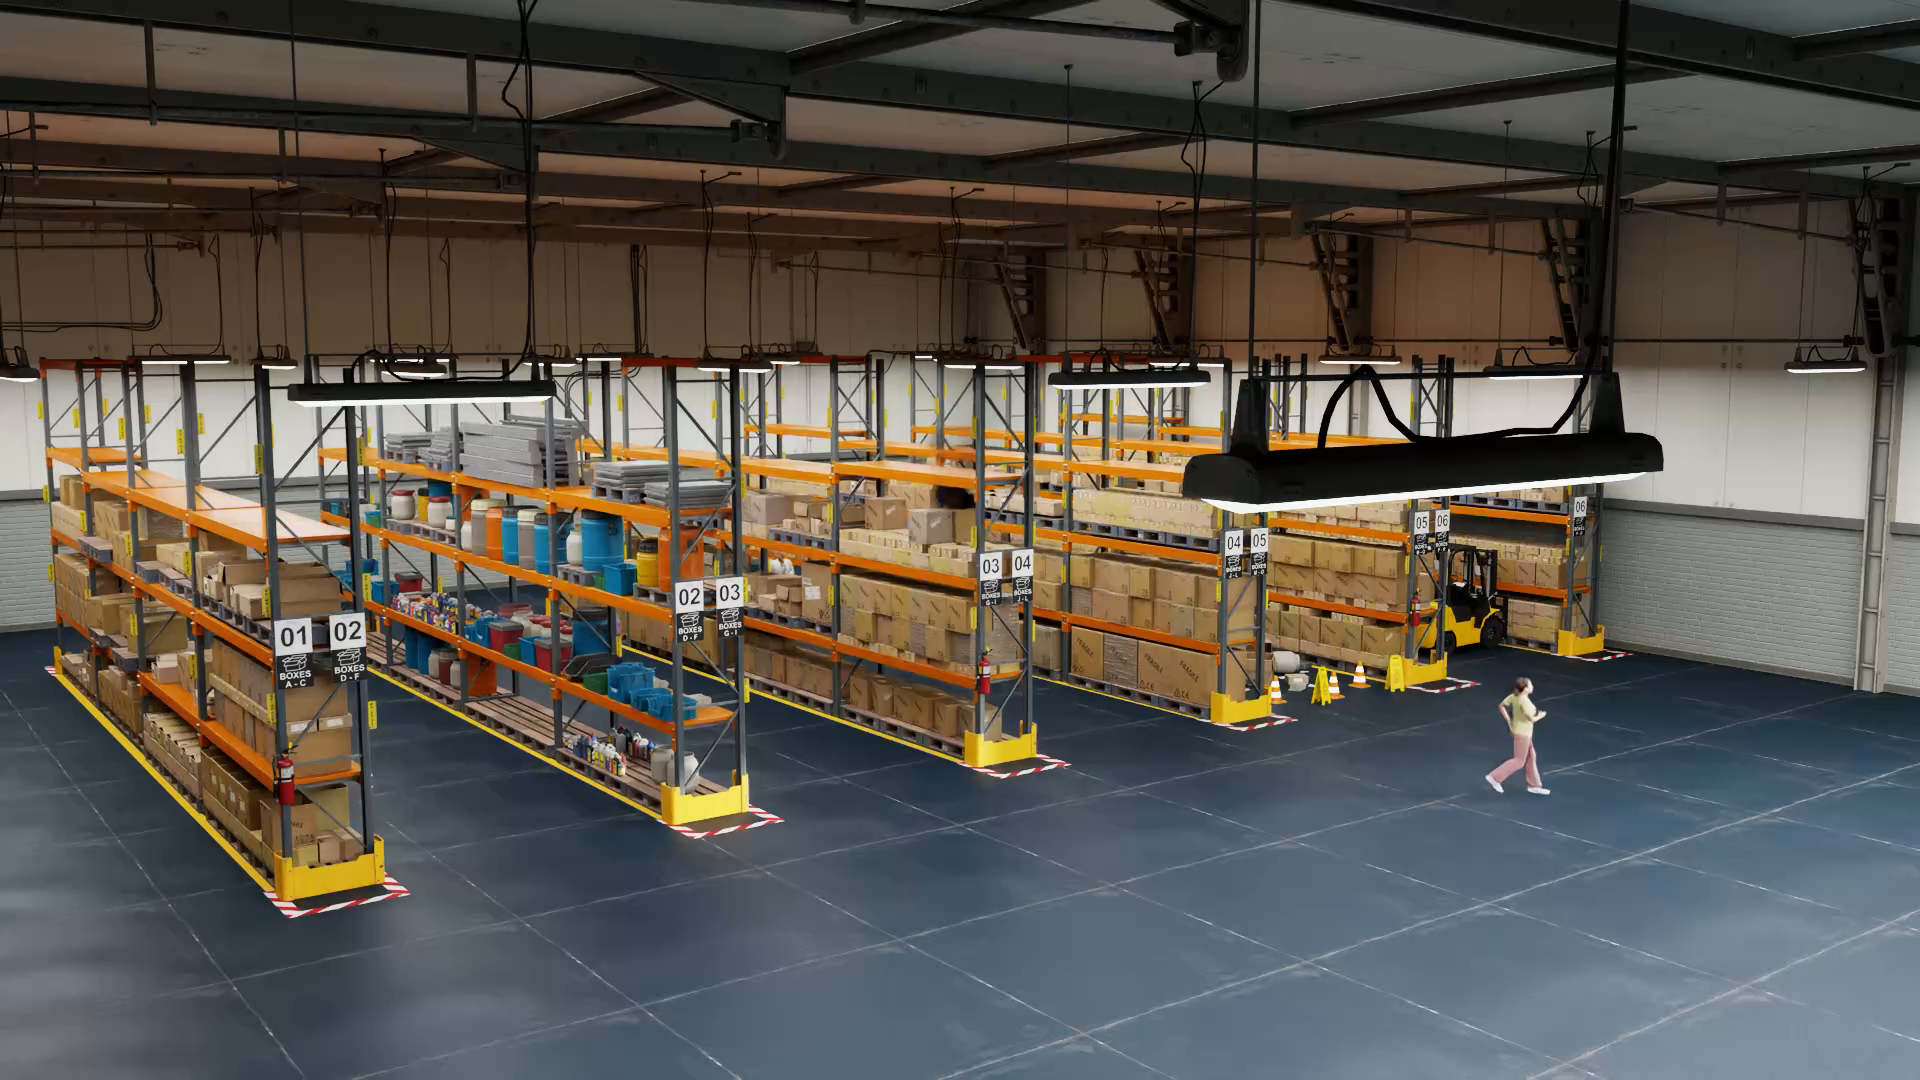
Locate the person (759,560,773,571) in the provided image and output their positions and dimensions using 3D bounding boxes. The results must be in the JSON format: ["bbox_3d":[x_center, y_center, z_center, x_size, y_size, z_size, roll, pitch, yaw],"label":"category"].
[{"bbox_3d":[-4.785,0.413,42.066,0.652,1.756,0.930,5,9,38],"label":"person"}]

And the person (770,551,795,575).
[{"bbox_3d":[-3.994,1.047,36.886,0.701,1.756,0.702,-4,8,-32],"label":"person"}]

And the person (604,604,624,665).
[{"bbox_3d":[-6.441,1.868,30.624,0.551,1.590,0.607,6,9,42],"label":"person"}]

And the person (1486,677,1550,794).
[{"bbox_3d":[7.761,2.716,23.058,0.929,1.662,0.594,0,7,-2],"label":"person"}]
